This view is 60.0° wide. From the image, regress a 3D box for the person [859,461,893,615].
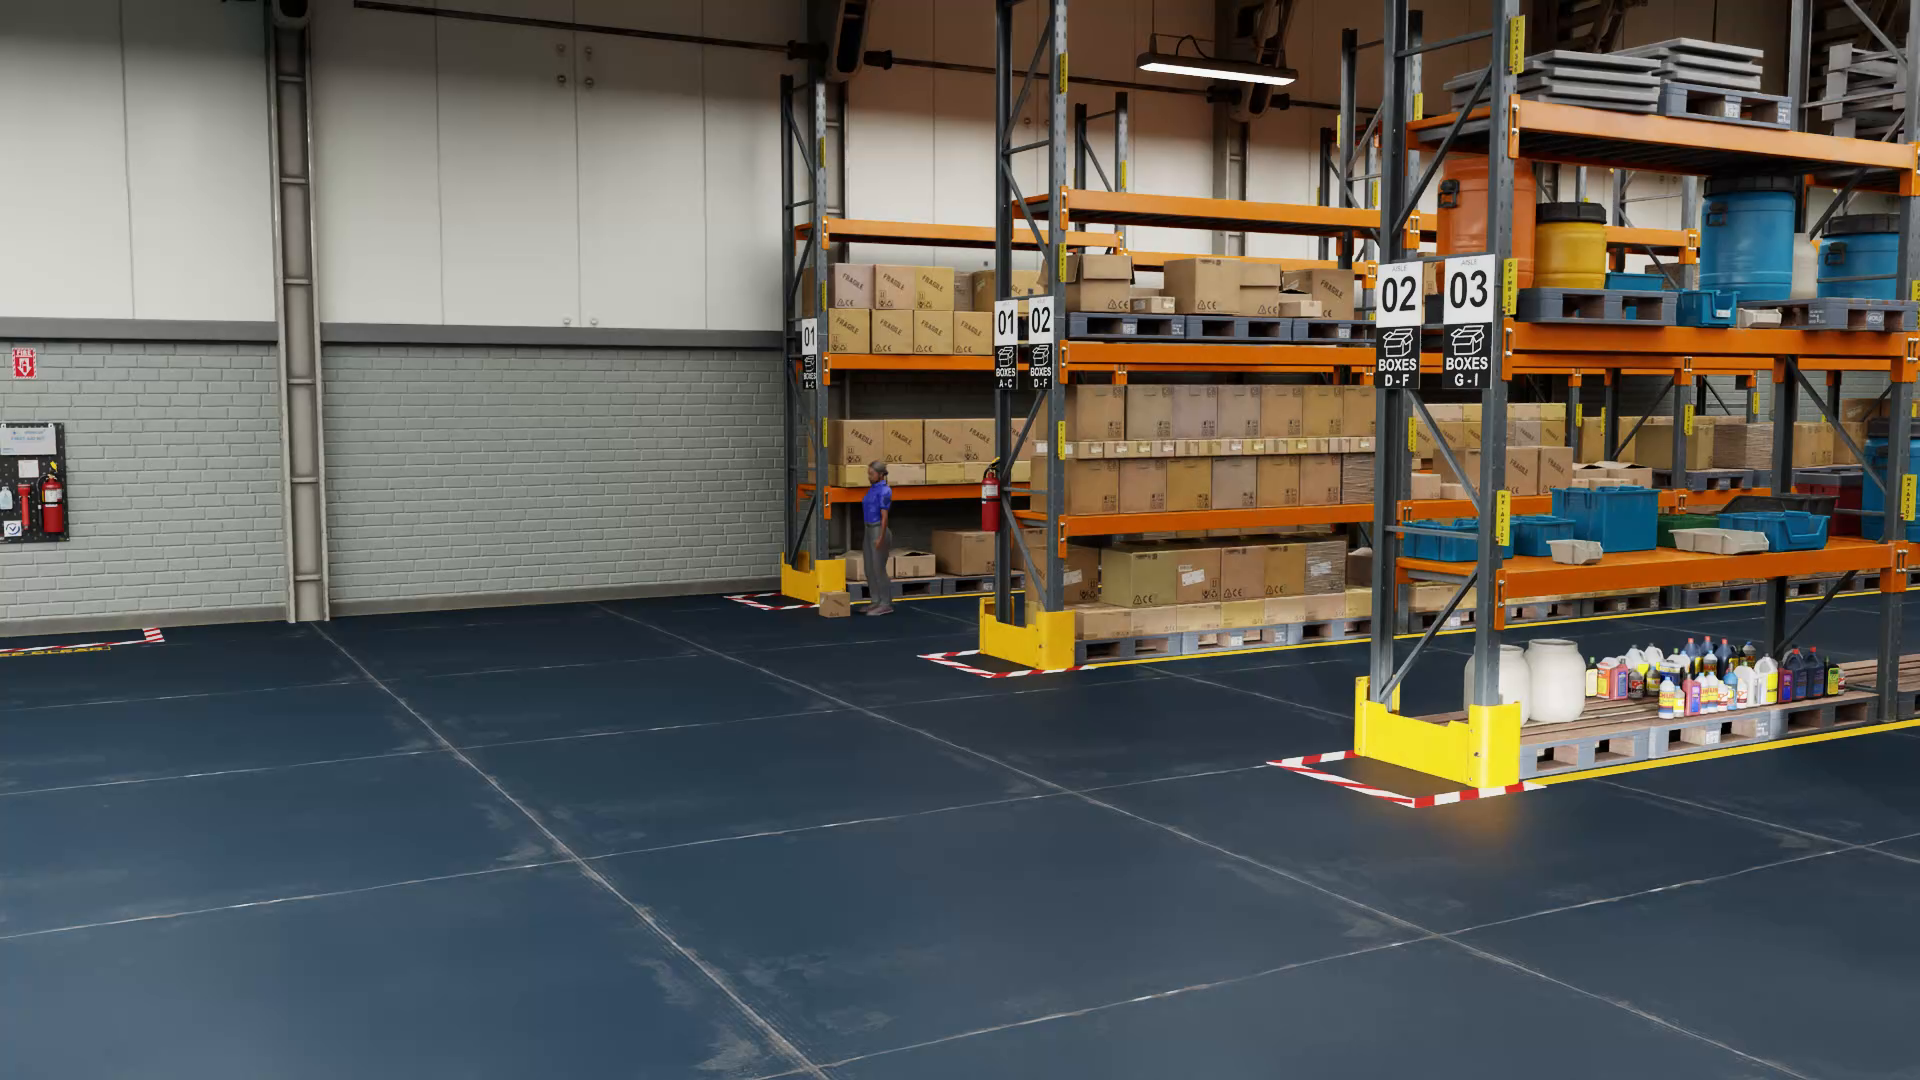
[{"bbox_3d":[-0.894,-0.029,17.902,0.301,1.655,0.438,-2,6,-25],"label":"person"}]
